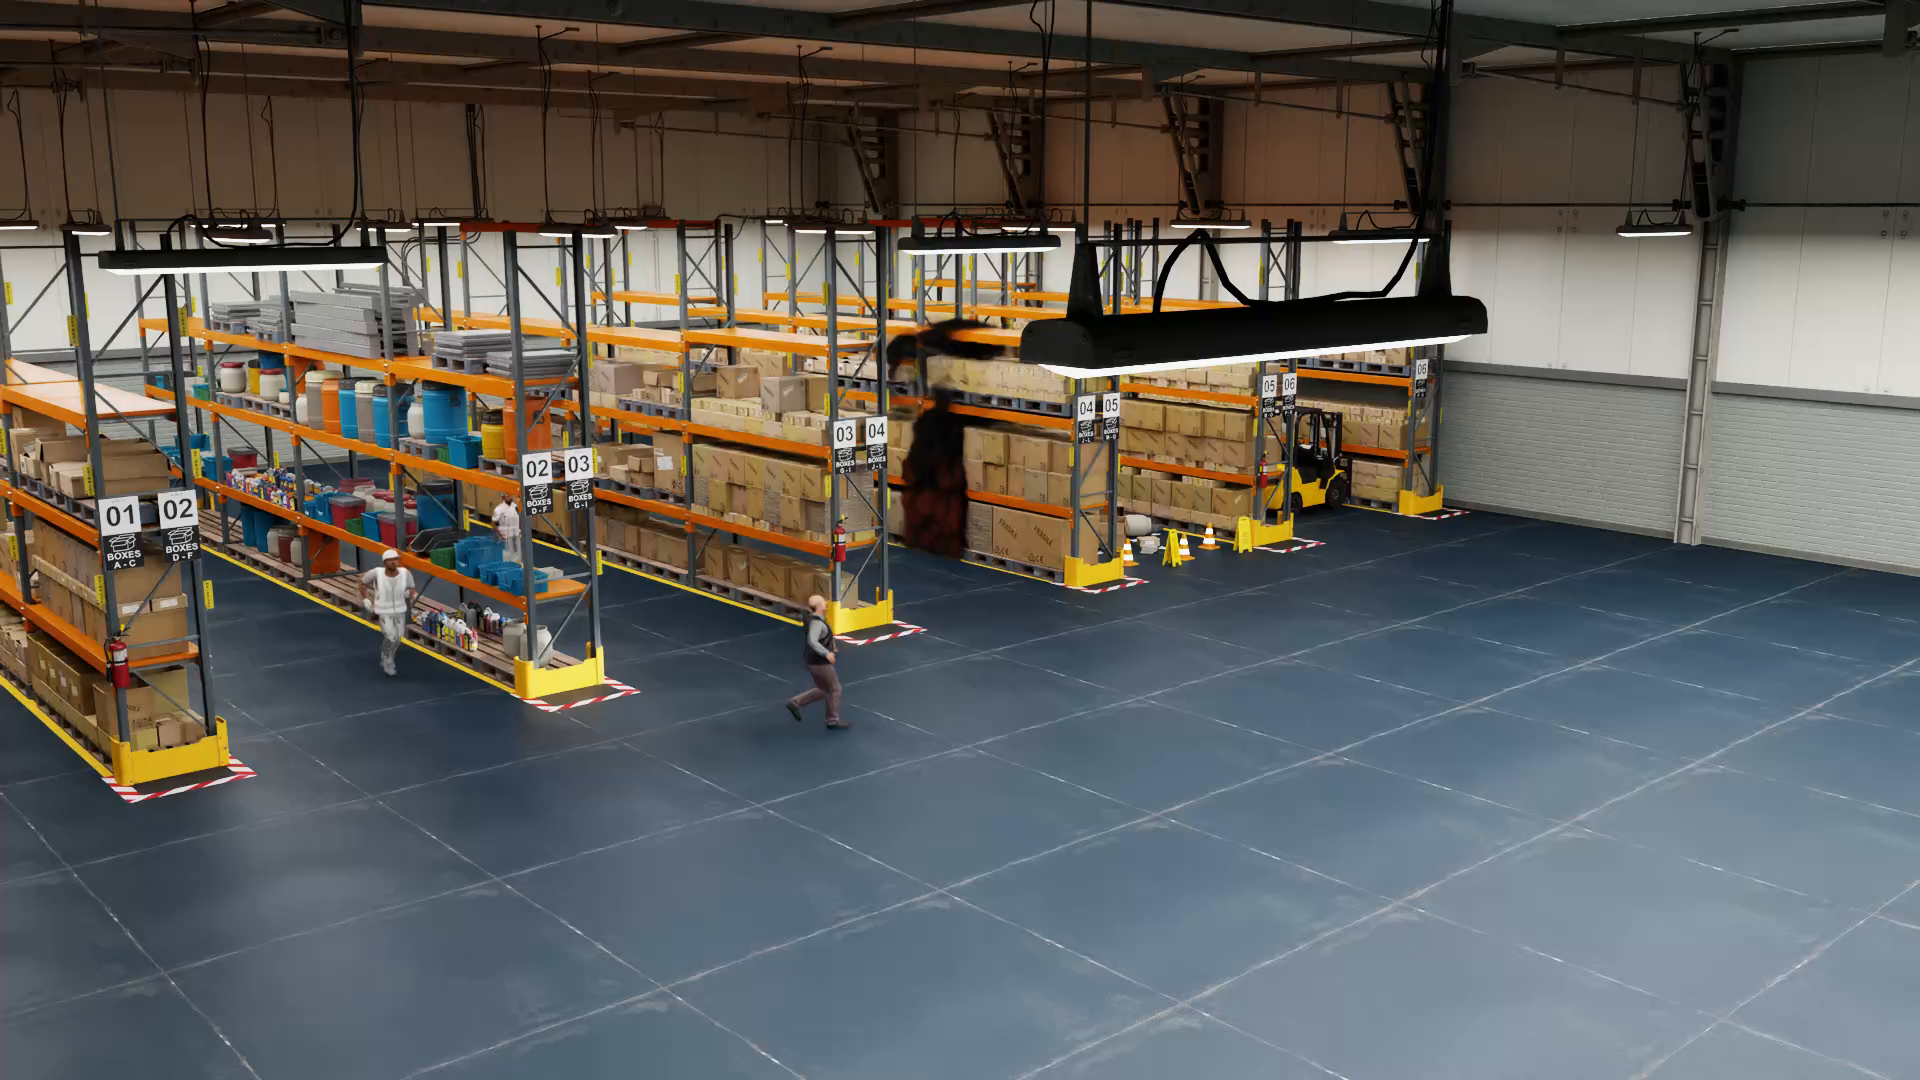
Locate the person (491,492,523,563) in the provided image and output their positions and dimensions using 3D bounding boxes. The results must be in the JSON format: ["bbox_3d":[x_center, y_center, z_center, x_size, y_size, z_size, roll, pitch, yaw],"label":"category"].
[{"bbox_3d":[-7.648,-0.081,28.150,0.578,1.665,0.582,9,15,39],"label":"person"}]

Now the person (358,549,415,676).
[{"bbox_3d":[-7.714,0.979,22.544,0.662,1.744,0.766,-10,15,-39],"label":"person"}]

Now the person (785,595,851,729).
[{"bbox_3d":[-1.703,1.495,20.214,0.748,1.692,0.691,-3,12,-17],"label":"person"}]
